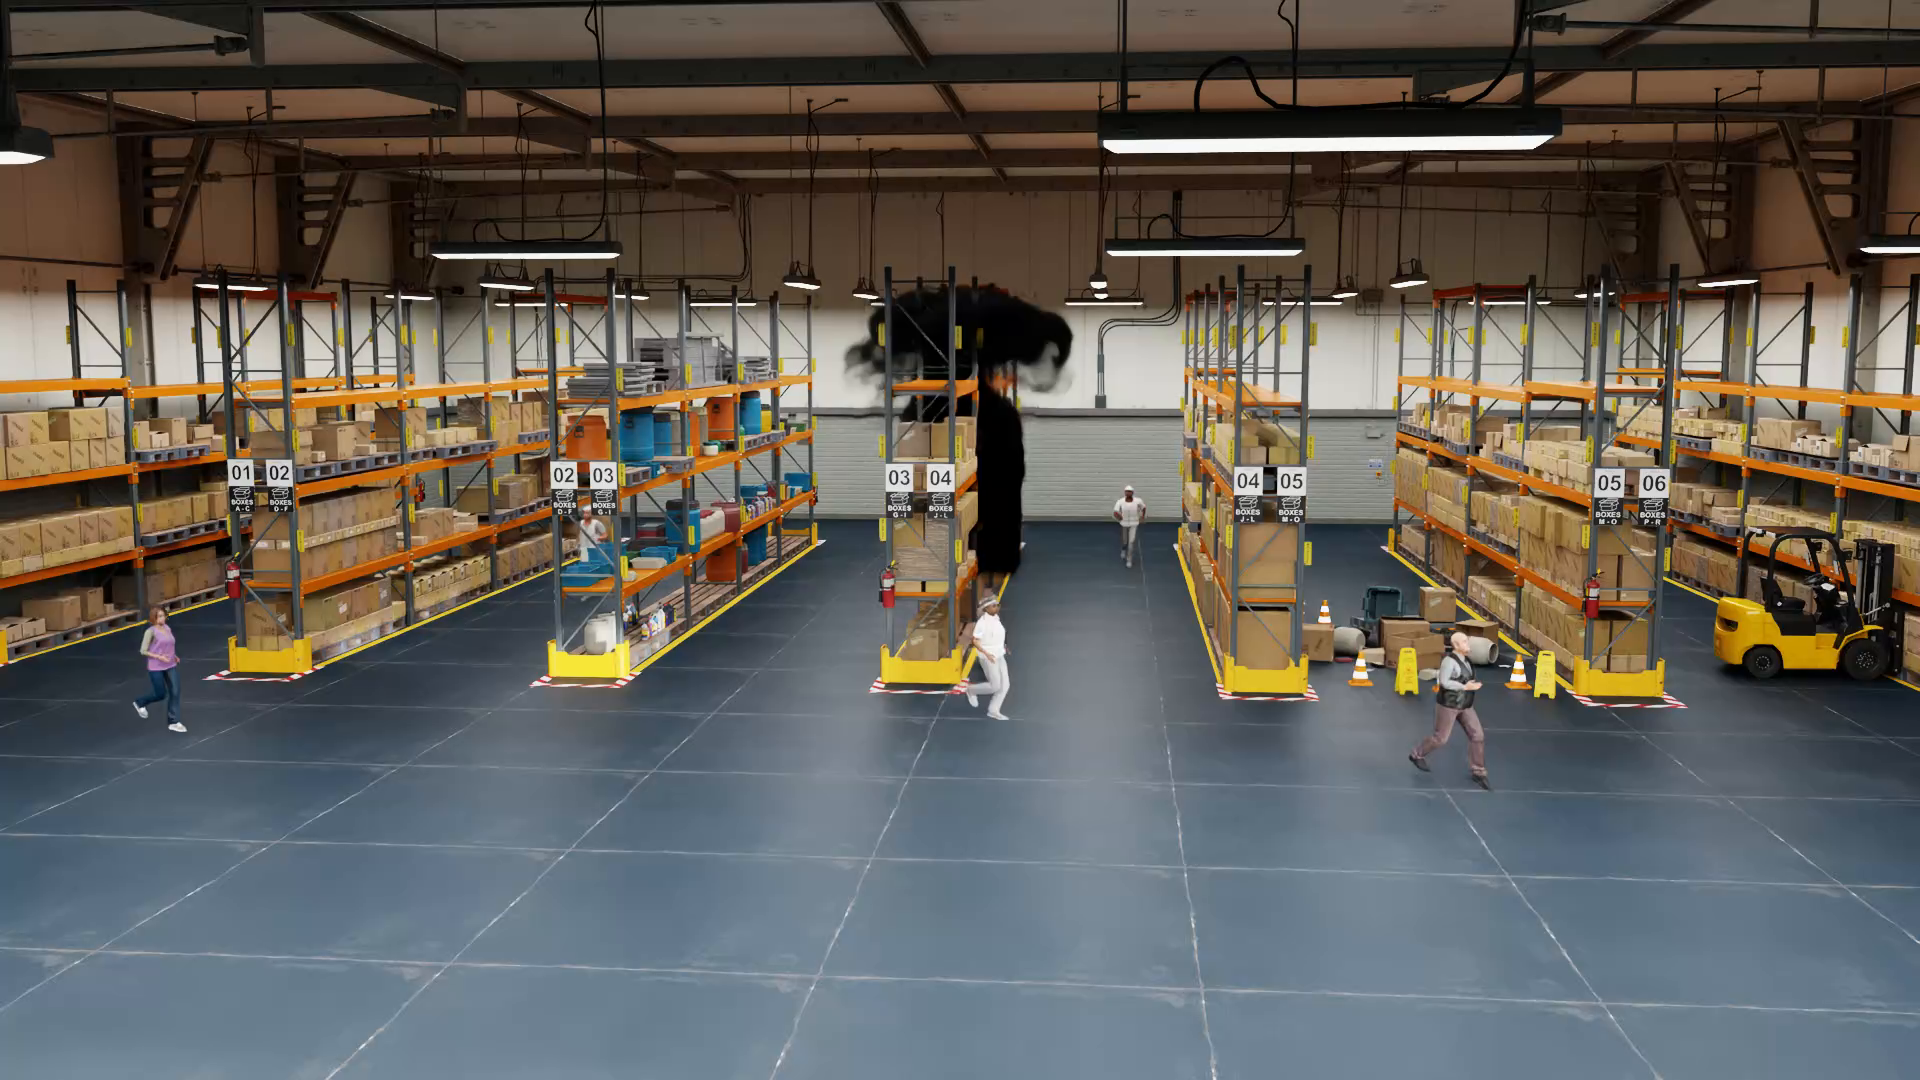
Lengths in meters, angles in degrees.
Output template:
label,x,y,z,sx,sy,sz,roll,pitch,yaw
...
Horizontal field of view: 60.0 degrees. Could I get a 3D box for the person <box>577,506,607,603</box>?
label,x,y,z,sx,sy,sz,roll,pitch,yaw
person,-7.057,0.241,31.880,0.634,1.803,0.929,1,7,6

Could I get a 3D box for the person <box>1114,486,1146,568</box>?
label,x,y,z,sx,sy,sz,roll,pitch,yaw
person,3.745,-0.320,36.716,0.710,1.767,0.934,1,7,9

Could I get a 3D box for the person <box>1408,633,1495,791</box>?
label,x,y,z,sx,sy,sz,roll,pitch,yaw
person,5.502,1.905,18.662,0.624,1.770,1.009,-6,9,-39

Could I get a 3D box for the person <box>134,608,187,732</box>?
label,x,y,z,sx,sy,sz,roll,pitch,yaw
person,-10.223,1.648,21.247,0.804,1.586,0.537,3,7,22

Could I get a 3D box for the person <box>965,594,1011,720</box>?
label,x,y,z,sx,sy,sz,roll,pitch,yaw
person,0.373,1.540,21.950,0.583,1.655,0.588,5,8,33
